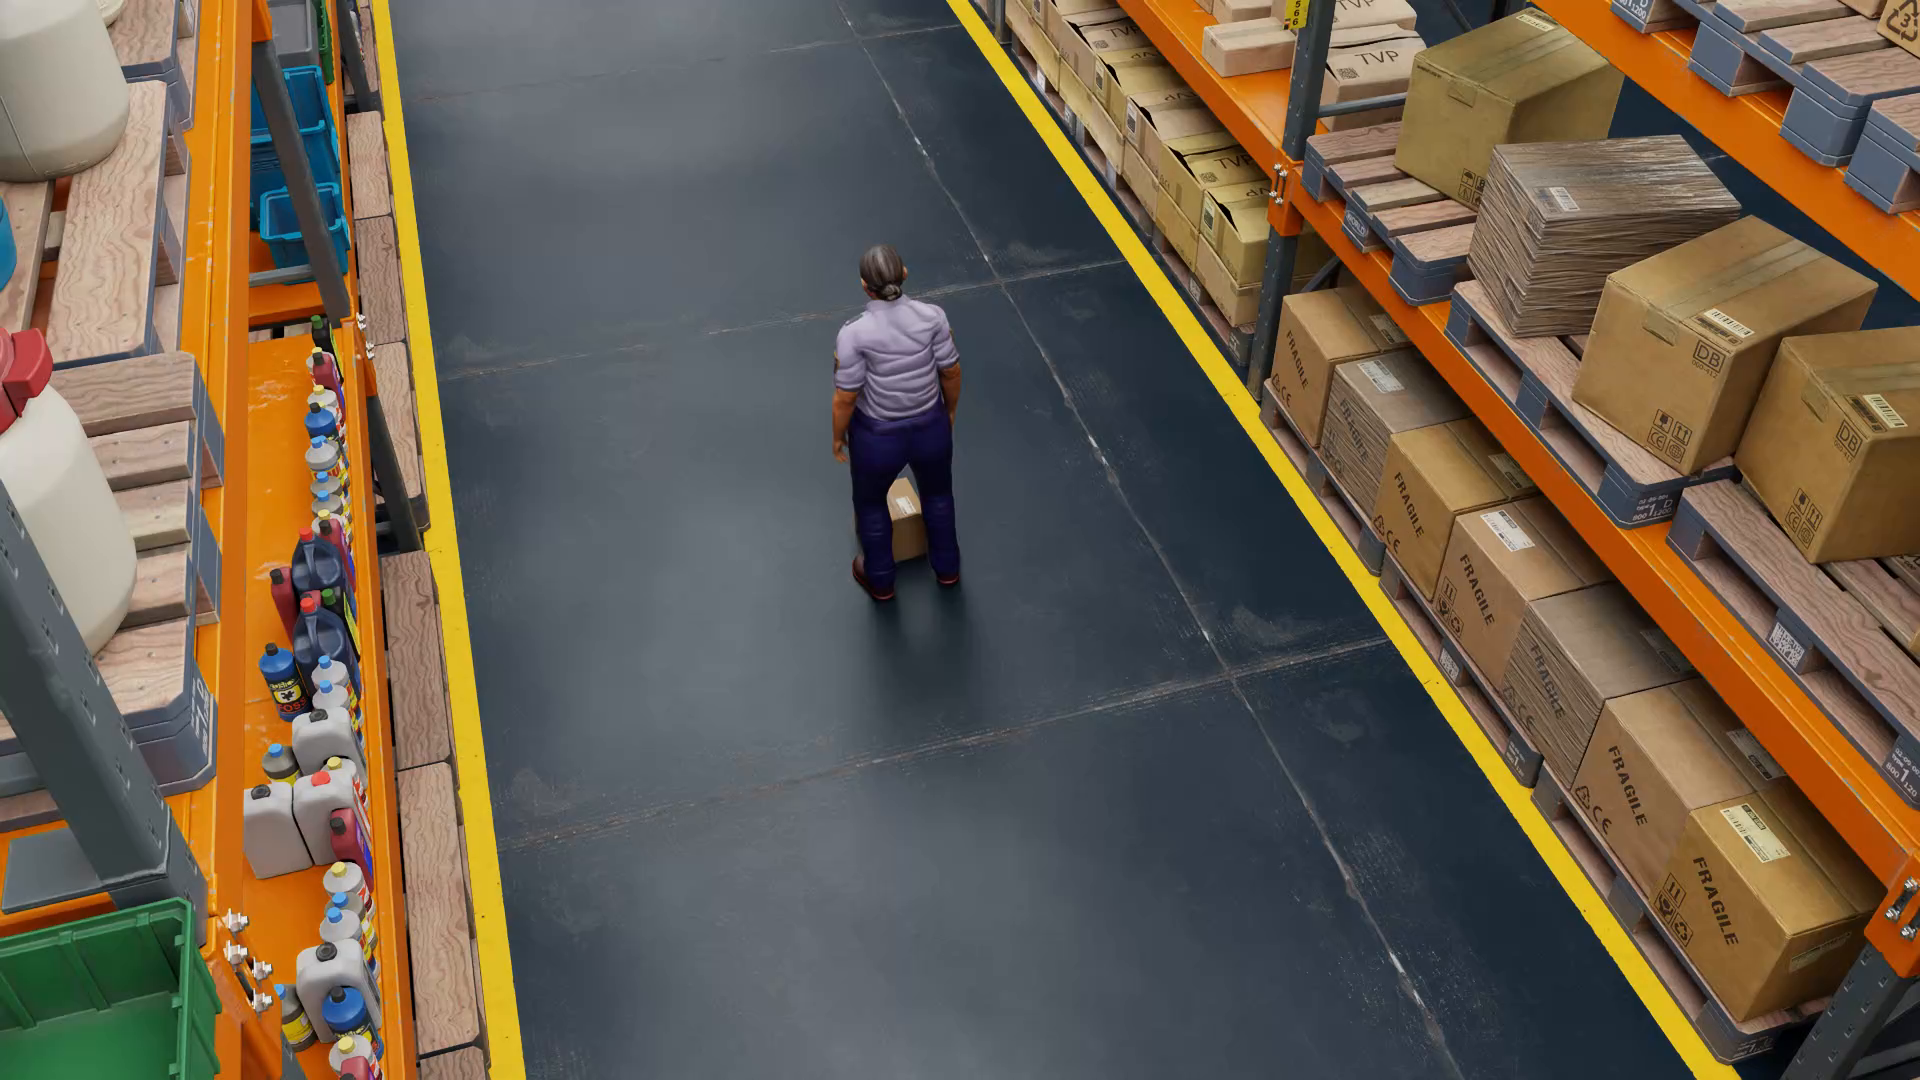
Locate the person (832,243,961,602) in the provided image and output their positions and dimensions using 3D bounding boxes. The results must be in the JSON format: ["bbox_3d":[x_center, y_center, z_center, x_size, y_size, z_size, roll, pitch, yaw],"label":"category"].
[{"bbox_3d":[-0.238,-0.440,6.646,0.563,1.653,0.368,-14,44,-15],"label":"person"}]
